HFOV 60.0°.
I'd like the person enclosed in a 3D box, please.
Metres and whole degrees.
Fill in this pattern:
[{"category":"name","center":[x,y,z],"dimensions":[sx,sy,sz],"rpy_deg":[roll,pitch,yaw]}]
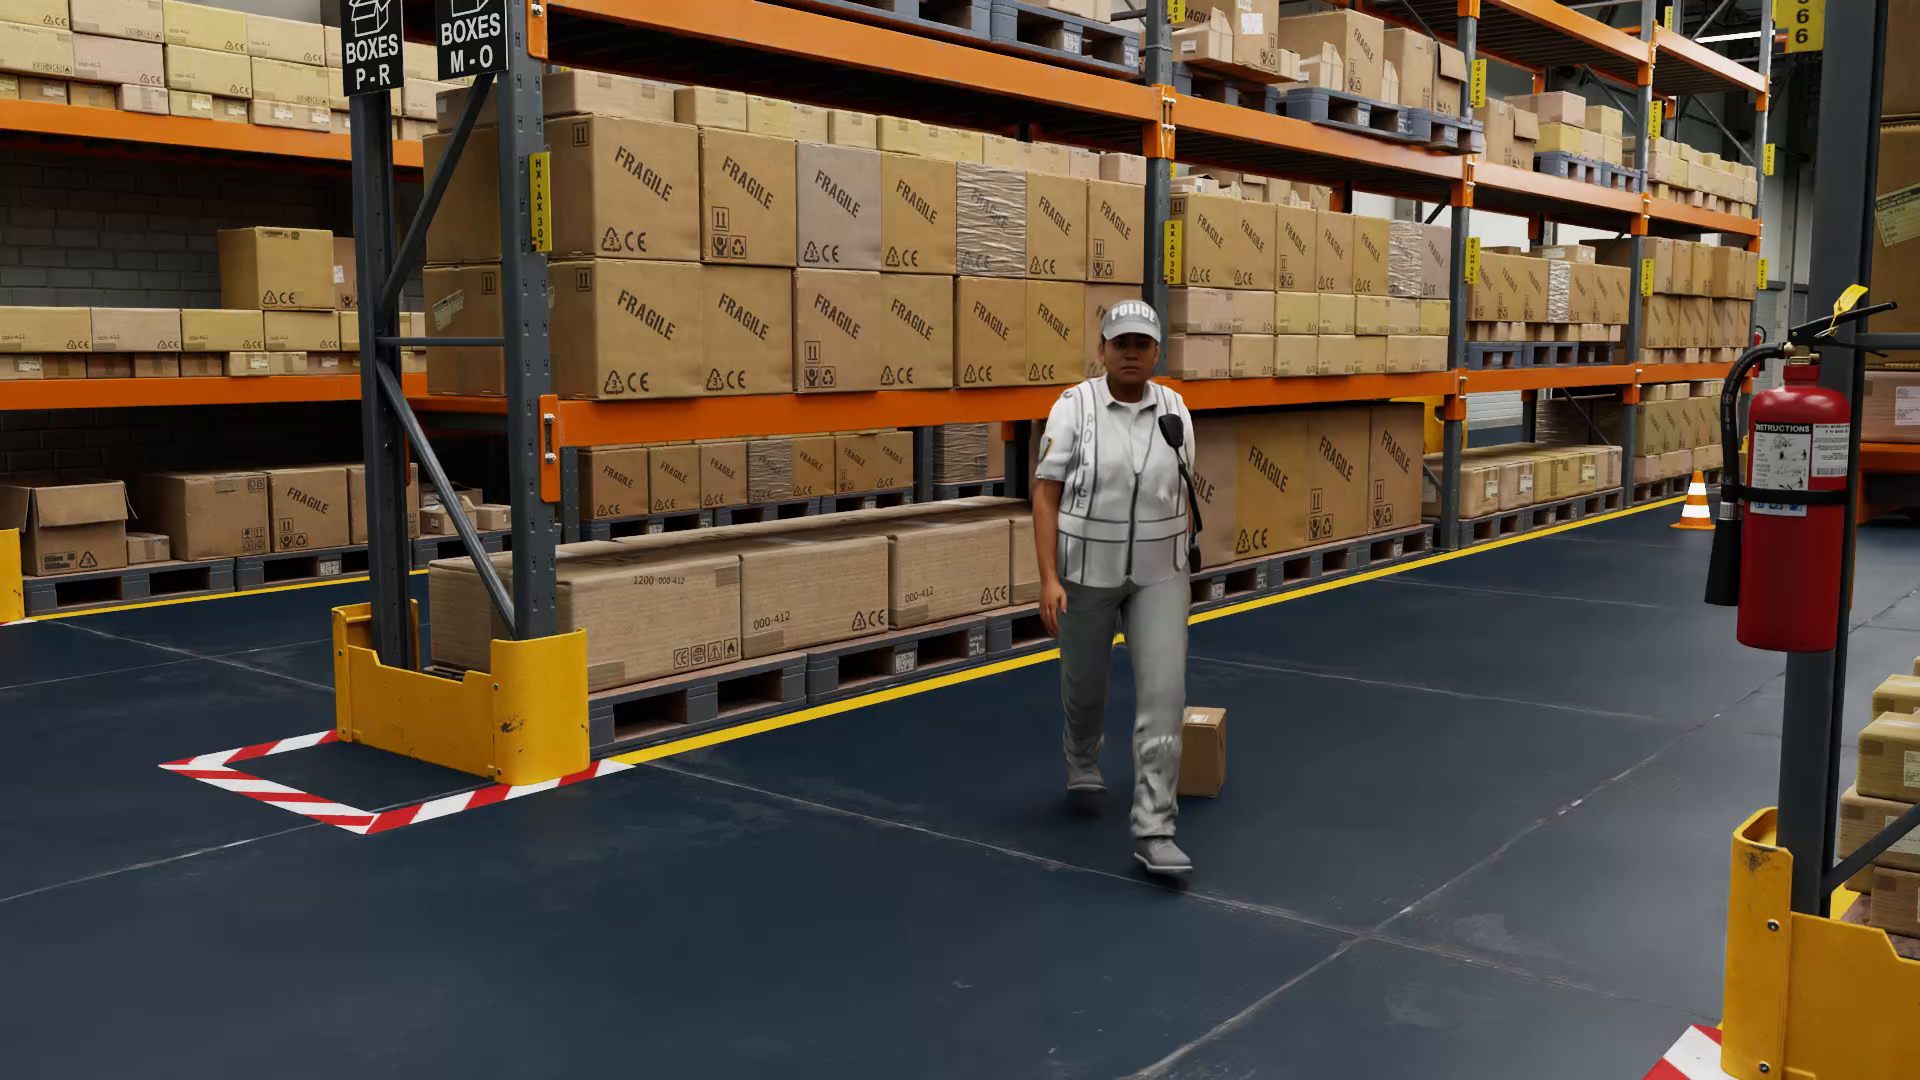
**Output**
[{"category":"person","center":[0.462,0.100,4.950],"dimensions":[0.504,1.609,1.019],"rpy_deg":[0,7,-2]}]
